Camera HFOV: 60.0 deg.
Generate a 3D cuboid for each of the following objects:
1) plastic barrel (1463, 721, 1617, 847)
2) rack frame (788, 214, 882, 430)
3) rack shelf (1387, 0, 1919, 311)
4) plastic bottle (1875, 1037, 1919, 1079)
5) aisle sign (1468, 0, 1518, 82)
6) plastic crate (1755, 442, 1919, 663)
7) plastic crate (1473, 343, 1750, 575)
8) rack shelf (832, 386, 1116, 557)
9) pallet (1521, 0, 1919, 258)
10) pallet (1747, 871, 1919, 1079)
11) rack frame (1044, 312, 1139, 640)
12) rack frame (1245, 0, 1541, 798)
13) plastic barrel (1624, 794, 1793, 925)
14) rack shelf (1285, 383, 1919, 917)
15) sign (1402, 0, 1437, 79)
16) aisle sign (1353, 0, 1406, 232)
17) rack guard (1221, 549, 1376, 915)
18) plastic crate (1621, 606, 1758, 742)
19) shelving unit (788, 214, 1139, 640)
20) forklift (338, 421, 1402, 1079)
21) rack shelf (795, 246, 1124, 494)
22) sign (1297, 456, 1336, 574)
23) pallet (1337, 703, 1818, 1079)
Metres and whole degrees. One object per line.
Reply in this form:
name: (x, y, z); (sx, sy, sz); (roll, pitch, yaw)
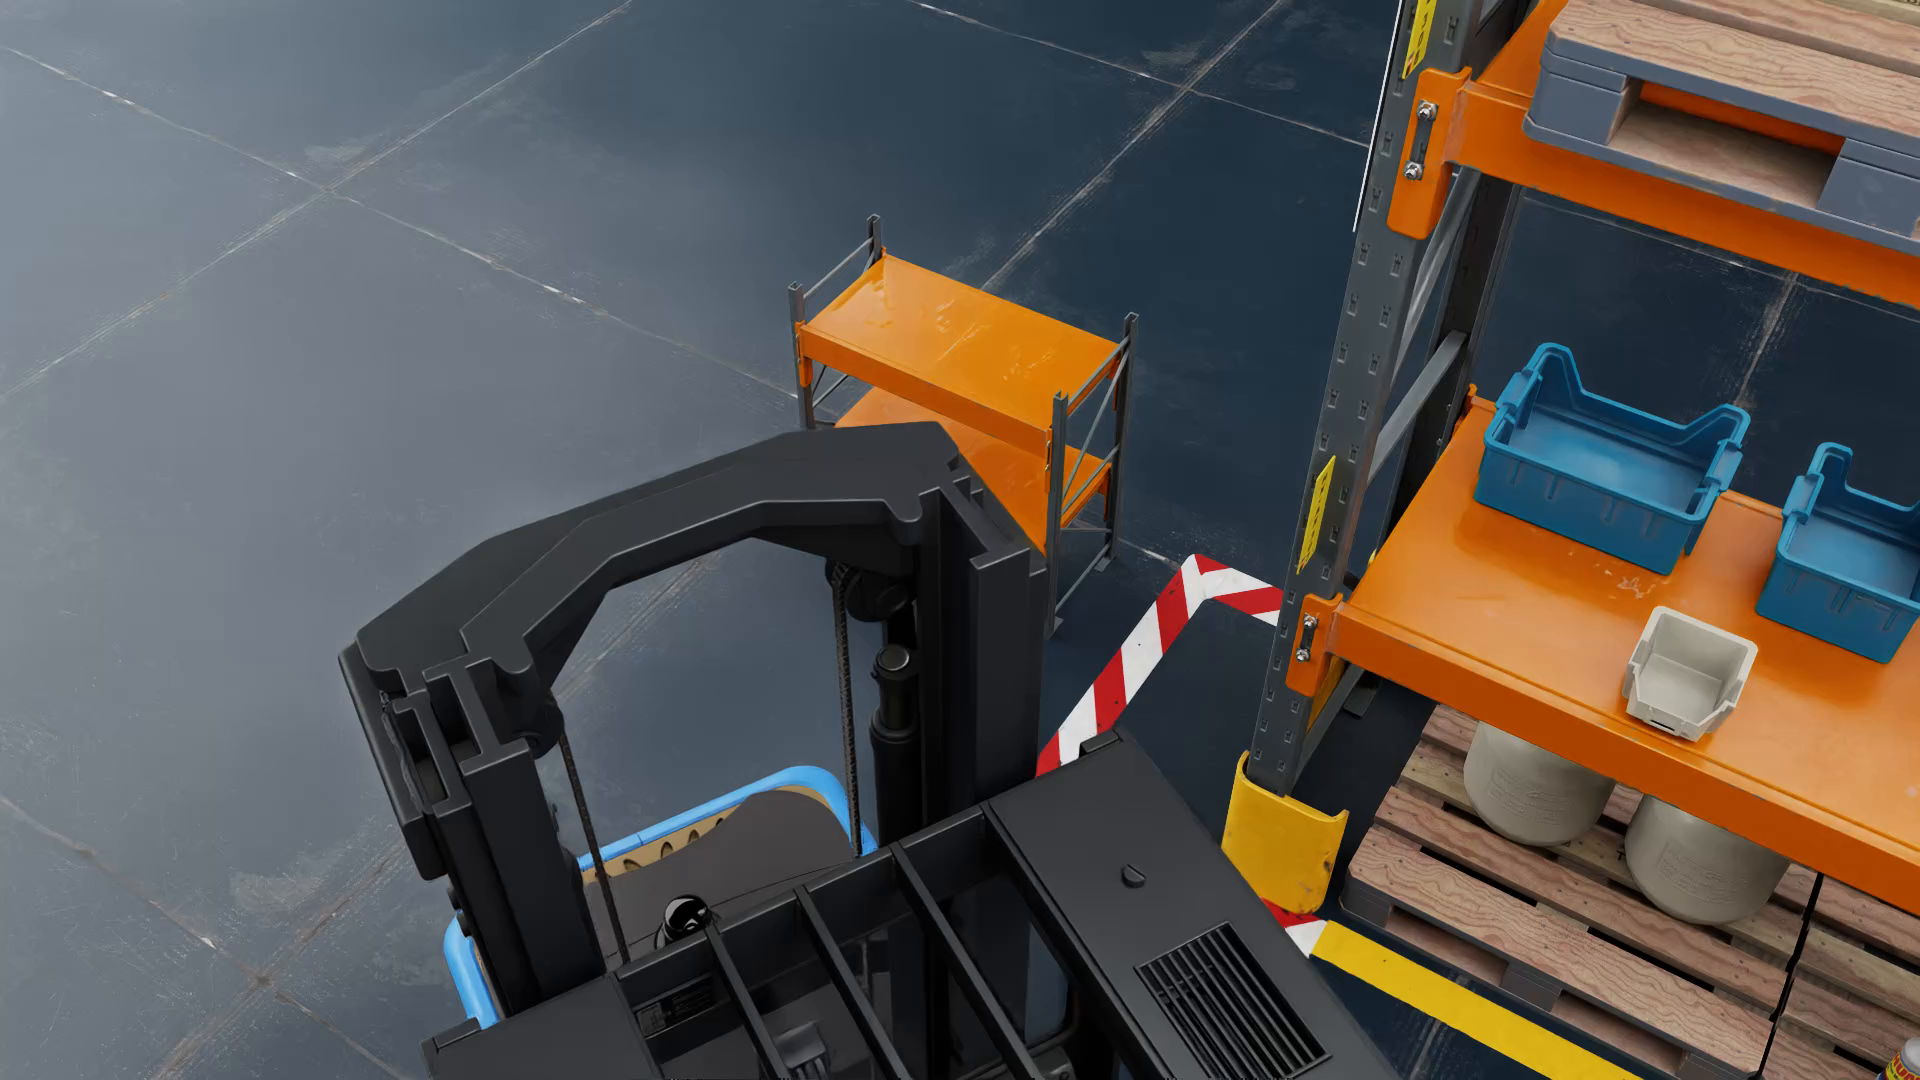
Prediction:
plastic barrel: (1.756, 0.638, 4.980); (0.421, 0.512, 0.421); (0, 46, 0)
rack frame: (-0.422, -0.586, 6.035); (0.032, 1.125, 0.500); (25, 51, 22)
rack shelf: (2.845, -0.312, 2.871); (4.000, 0.370, 1.077); (25, 51, 22)
plastic bottle: (2.519, 1.396, 4.397); (0.097, 0.271, 0.097); (0, 46, 0)
aisle sign: (1.261, -1.404, 3.711); (0.004, 0.787, 0.394); (25, 51, 22)
plastic crate: (2.287, 0.029, 4.234); (0.408, 0.251, 0.499); (25, 51, 22)
plastic crate: (1.744, -0.226, 4.482); (0.616, 0.251, 0.499); (25, 51, 22)
rack shelf: (0.006, -0.219, 6.019); (1.000, 0.278, 0.538); (25, 51, 22)
pallet: (1.805, -0.891, 3.065); (1.213, 0.211, 1.003); (25, 51, 22)
pallet: (2.954, 1.472, 4.672); (1.213, 0.211, 1.003); (25, 51, 22)
rack frame: (0.434, -0.193, 5.653); (0.032, 1.125, 0.500); (25, 51, 22)
rack frame: (1.161, -0.291, 4.442); (0.127, 3.000, 1.000); (25, 51, 22)
plastic barrel: (2.178, 0.832, 4.792); (0.421, 0.512, 0.421); (0, 46, 0)
rack shelf: (2.845, 0.734, 3.947); (4.000, 0.370, 1.077); (25, 51, 22)
sign: (0.860, -1.009, 3.041); (0.005, 0.325, 0.100); (25, 51, 22)
aisle sign: (0.942, -1.048, 3.364); (0.004, 0.787, 0.394); (25, 51, 22)
rack guard: (1.250, 0.581, 5.337); (0.348, 0.500, 1.175); (25, 51, 22)
plastic crate: (1.741, 0.341, 4.011); (0.250, 0.136, 0.298); (25, 51, 22)
shelving unit: (0.006, -0.389, 5.844); (1.048, 1.125, 0.538); (25, 51, 22)
forklift: (-0.078, 1.370, 2.875); (1.130, 2.935, 3.031); (-21, 50, -20)
rack shelf: (0.006, -0.593, 5.634); (1.000, 0.278, 0.538); (25, 51, 22)
sign: (0.860, -0.057, 4.021); (0.005, 0.325, 0.100); (25, 51, 22)
pallet: (1.931, 0.999, 5.132); (1.213, 0.211, 1.003); (25, 51, 22)
